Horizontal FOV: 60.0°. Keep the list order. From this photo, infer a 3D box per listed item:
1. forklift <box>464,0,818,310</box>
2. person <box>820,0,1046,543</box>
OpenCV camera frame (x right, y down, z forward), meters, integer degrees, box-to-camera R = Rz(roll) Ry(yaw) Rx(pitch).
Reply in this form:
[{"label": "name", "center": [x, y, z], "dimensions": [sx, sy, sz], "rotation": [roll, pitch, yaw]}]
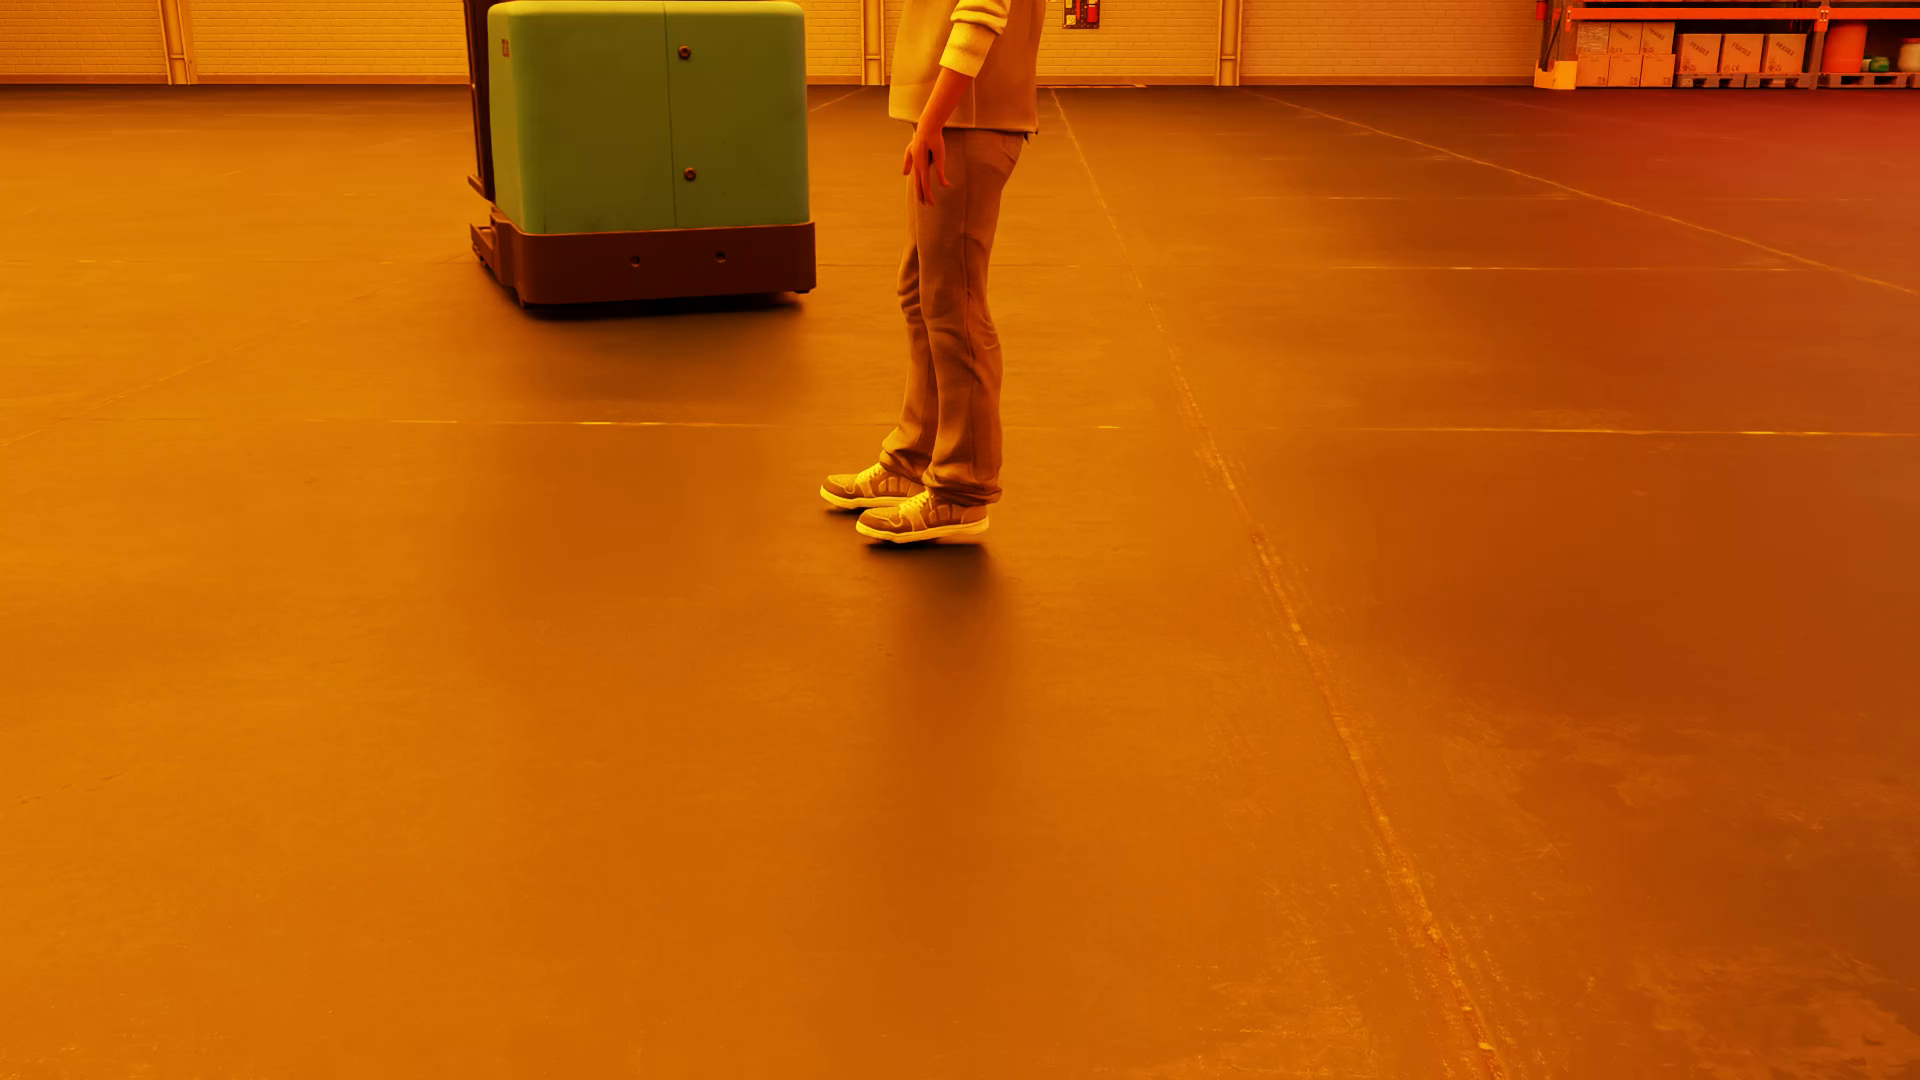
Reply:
[{"label": "forklift", "center": [-1.511, -2.603, 6.812], "dimensions": [1.130, 2.935, 3.031], "rotation": [-6, 18, -19]}, {"label": "person", "center": [-0.073, -0.775, 3.149], "dimensions": [0.475, 1.597, 0.520], "rotation": [1, 17, 2]}]
